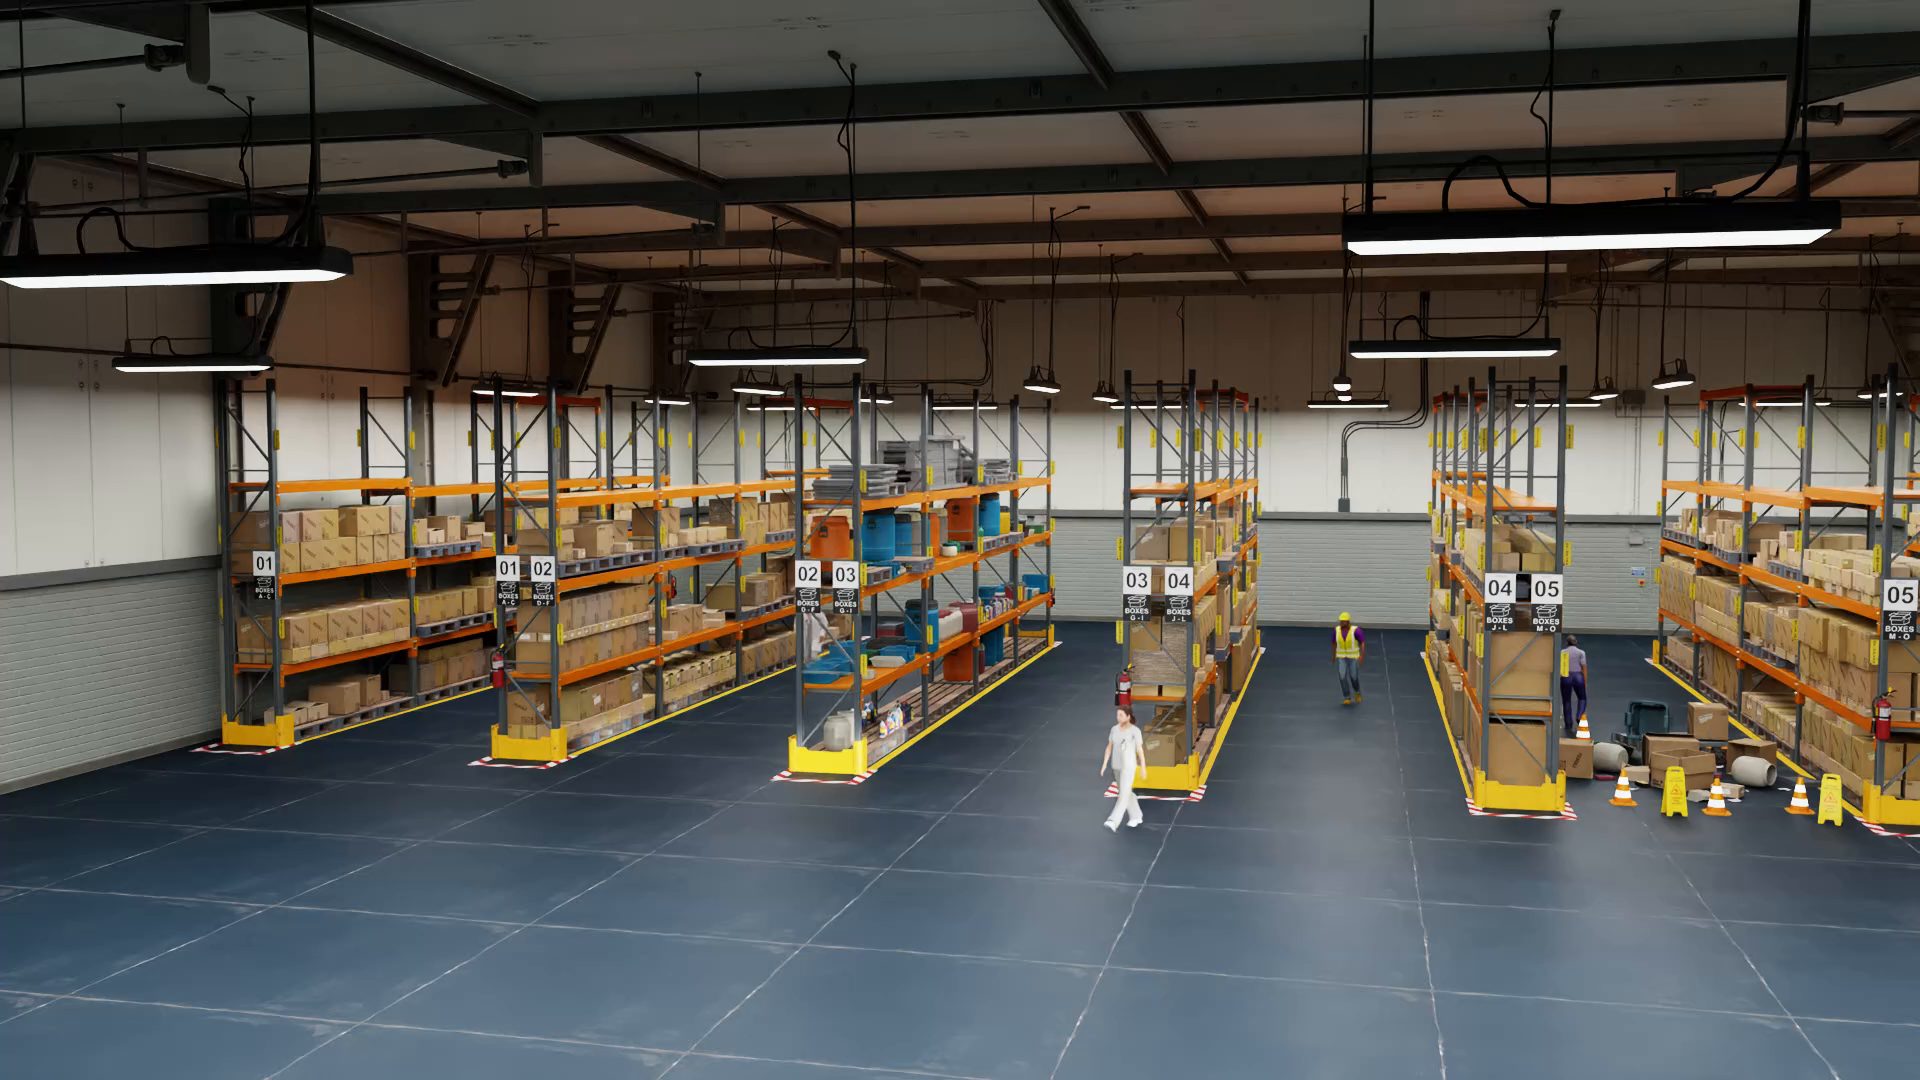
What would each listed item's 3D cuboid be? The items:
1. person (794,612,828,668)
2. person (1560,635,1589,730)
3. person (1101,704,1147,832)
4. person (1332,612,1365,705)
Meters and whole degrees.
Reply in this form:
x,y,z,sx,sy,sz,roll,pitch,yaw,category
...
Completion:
x,y,z,sx,sy,sz,roll,pitch,yaw,category
-3.099,2.079,34.812,0.703,1.689,0.672,1,4,12,person
10.584,2.555,28.729,0.530,1.454,0.439,1,4,14,person
2.032,2.903,21.176,0.493,1.611,1.052,3,5,45,person
7.383,2.237,31.618,0.649,1.745,0.582,2,4,25,person
